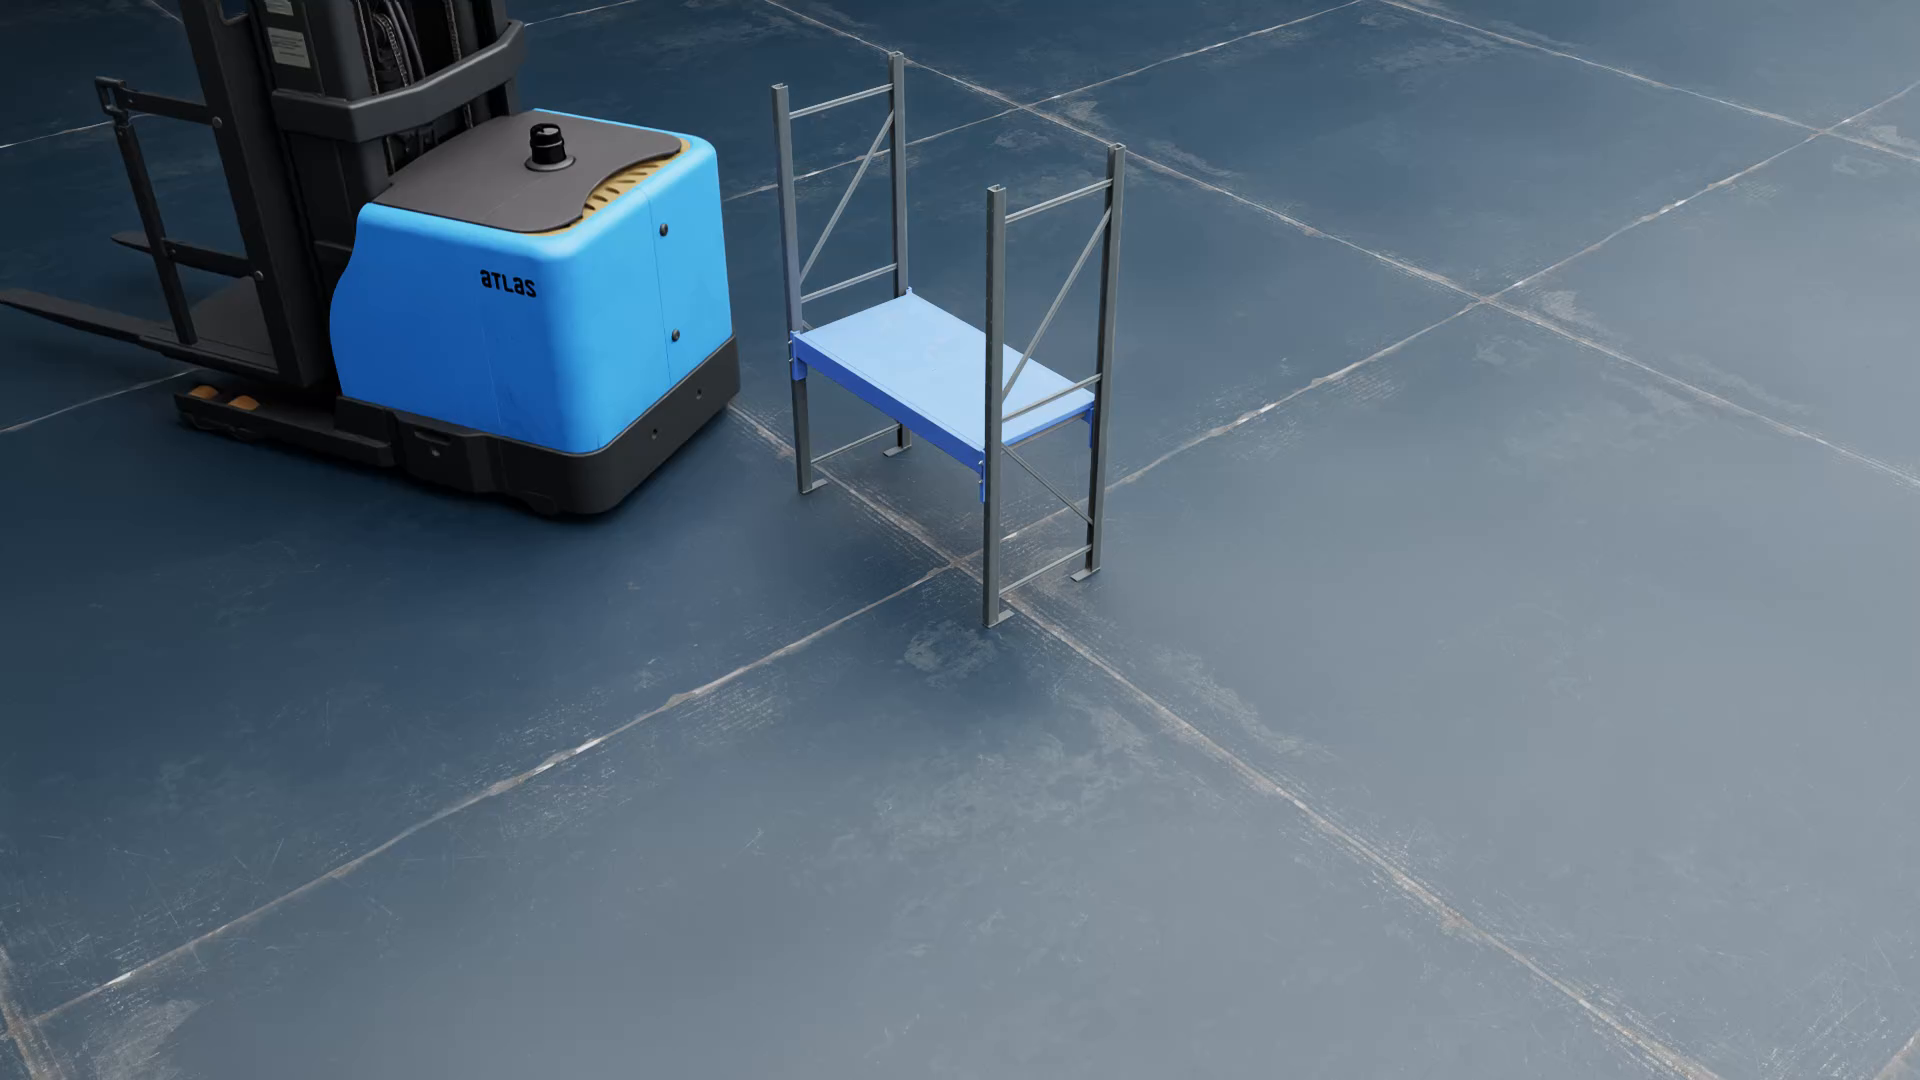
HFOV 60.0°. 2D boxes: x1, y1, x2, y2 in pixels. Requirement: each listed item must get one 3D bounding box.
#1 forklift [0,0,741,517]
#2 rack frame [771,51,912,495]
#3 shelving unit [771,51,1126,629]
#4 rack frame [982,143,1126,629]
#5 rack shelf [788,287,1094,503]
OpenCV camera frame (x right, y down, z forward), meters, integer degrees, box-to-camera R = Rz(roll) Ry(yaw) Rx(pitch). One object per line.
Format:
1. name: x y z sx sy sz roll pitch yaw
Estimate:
1. forklift: -2.415 -1.834 5.804 3.031 2.935 1.130 14 38 19
2. rack frame: -0.383 -0.874 5.687 0.500 1.500 0.032 -26 43 -32
3. shelving unit: -0.055 -0.650 5.370 0.538 1.500 1.048 -26 43 -32
4. rack frame: 0.273 -0.425 5.053 0.500 1.500 0.032 -26 43 -32
5. rack shelf: -0.055 -0.503 5.474 0.538 0.185 1.000 -26 43 -32
